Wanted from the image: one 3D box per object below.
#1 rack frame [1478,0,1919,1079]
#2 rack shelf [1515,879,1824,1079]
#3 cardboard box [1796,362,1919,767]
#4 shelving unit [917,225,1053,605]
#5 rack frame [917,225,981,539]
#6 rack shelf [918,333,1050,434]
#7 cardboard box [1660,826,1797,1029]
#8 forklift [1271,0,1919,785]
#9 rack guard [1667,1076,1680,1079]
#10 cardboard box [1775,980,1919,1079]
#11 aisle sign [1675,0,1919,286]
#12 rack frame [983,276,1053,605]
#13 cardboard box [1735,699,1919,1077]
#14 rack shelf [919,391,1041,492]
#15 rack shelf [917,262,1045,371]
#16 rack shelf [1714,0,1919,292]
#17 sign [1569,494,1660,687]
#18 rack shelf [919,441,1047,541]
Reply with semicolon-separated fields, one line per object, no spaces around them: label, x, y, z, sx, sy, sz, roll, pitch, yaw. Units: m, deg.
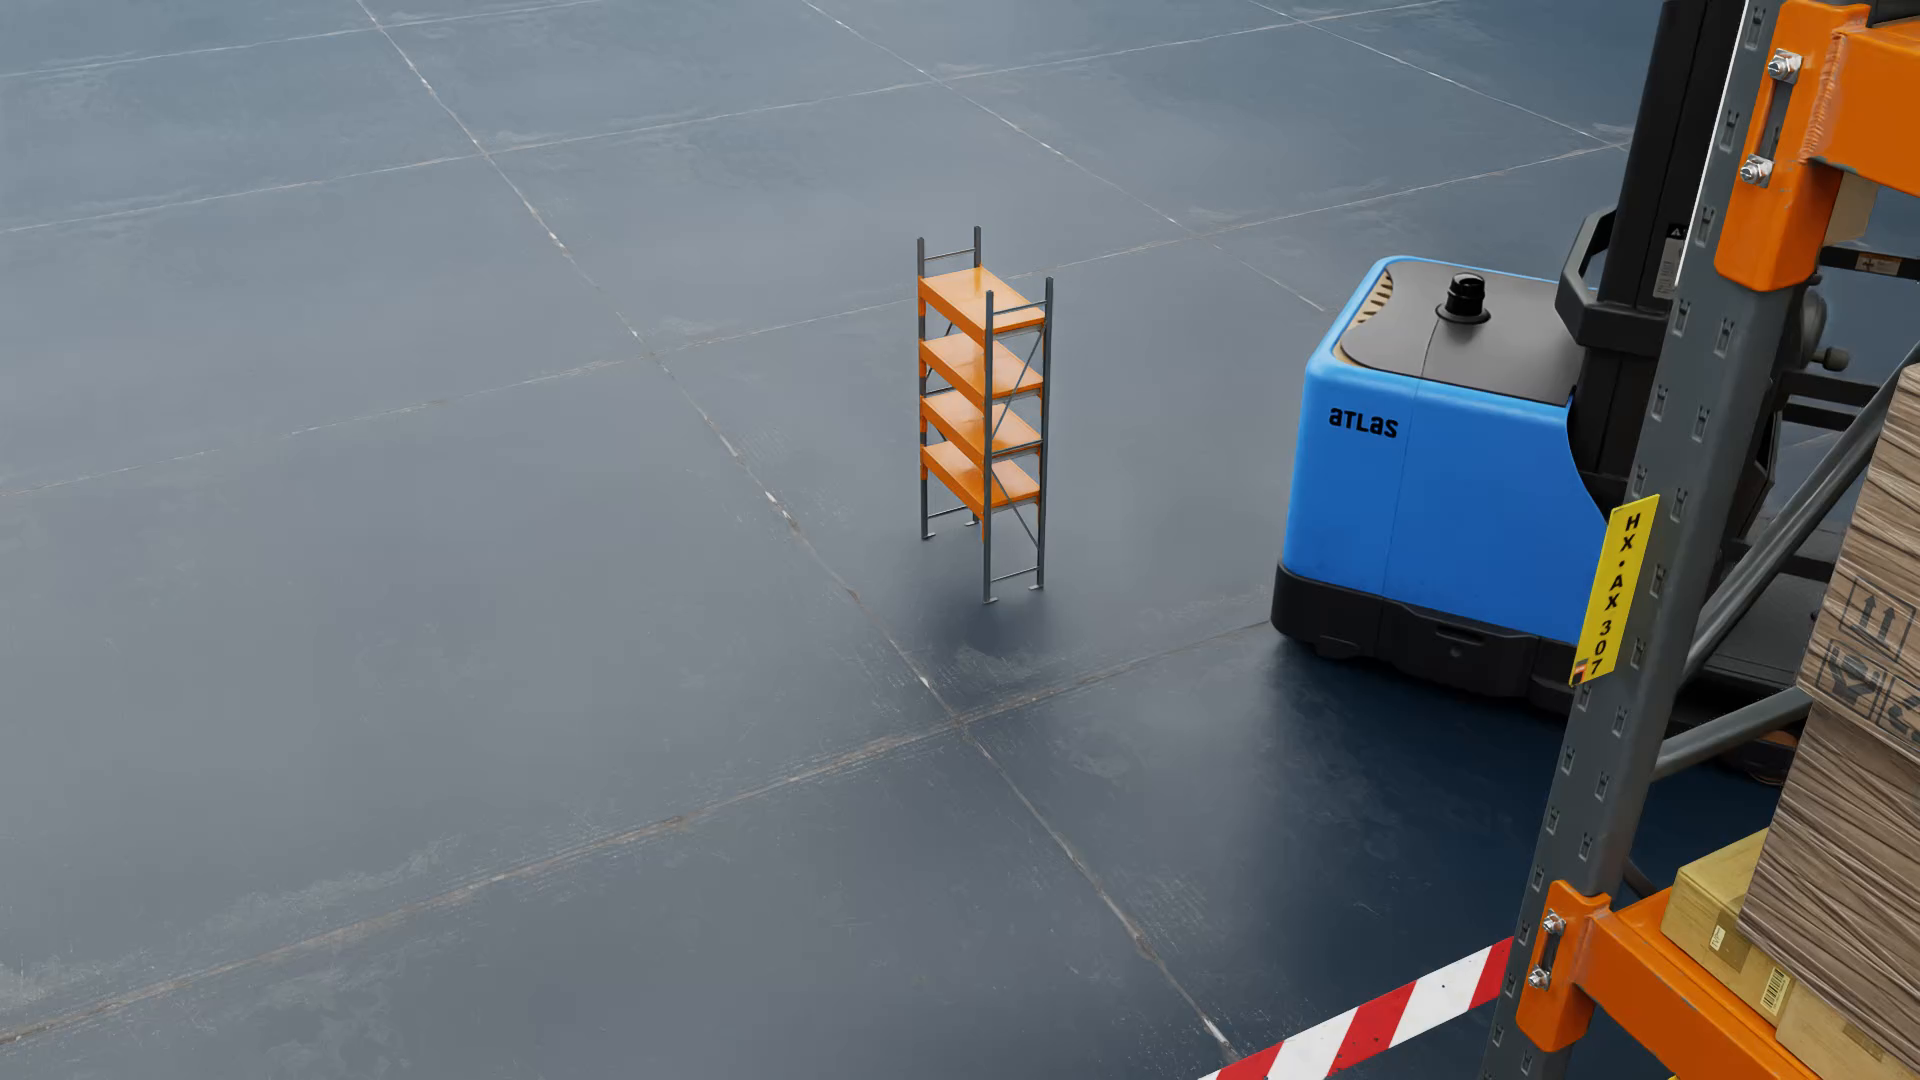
rack frame;1.477;0.309;2.987;0.949;2.616;0.053;-16;36;-23
rack shelf;2.413;1.566;1.692;1.077;0.370;4.000;-16;36;-23
cardboard box;1.495;0.051;2.094;0.500;0.500;0.500;-16;36;-23
shelving unit;0.077;-0.426;5.803;0.258;1.200;0.503;-16;36;-23
rack frame;-0.037;-0.543;5.985;0.240;1.200;0.015;-16;36;-23
rack shelf;0.077;-0.558;5.719;0.258;0.148;0.480;-16;36;-23
cardboard box;1.402;0.610;2.750;0.380;0.149;0.250;-16;36;-23
forklift;2.619;-0.769;4.734;3.031;2.935;1.130;15;35;21
rack guard;1.516;1.397;3.606;1.175;0.500;0.348;-16;36;-23
cardboard box;1.502;0.734;2.556;0.380;0.149;0.250;-16;36;-23
aisle sign;1.186;-0.740;2.215;0.394;0.787;0.004;-16;36;-23
rack frame;0.191;-0.310;5.621;0.240;1.200;0.015;-16;36;-23
cardboard box;1.712;0.410;2.460;0.875;0.500;0.500;-16;36;-23
rack shelf;0.077;-0.370;5.839;0.258;0.148;0.480;-16;36;-23
rack shelf;0.077;-0.757;5.591;0.258;0.148;0.480;-16;36;-23
rack shelf;2.413;0.303;0.883;1.077;0.370;4.000;-16;36;-23
sign;1.000;0.080;2.541;0.100;0.325;0.005;-16;36;-23
rack shelf;0.077;-0.202;5.946;0.258;0.148;0.480;-16;36;-23
